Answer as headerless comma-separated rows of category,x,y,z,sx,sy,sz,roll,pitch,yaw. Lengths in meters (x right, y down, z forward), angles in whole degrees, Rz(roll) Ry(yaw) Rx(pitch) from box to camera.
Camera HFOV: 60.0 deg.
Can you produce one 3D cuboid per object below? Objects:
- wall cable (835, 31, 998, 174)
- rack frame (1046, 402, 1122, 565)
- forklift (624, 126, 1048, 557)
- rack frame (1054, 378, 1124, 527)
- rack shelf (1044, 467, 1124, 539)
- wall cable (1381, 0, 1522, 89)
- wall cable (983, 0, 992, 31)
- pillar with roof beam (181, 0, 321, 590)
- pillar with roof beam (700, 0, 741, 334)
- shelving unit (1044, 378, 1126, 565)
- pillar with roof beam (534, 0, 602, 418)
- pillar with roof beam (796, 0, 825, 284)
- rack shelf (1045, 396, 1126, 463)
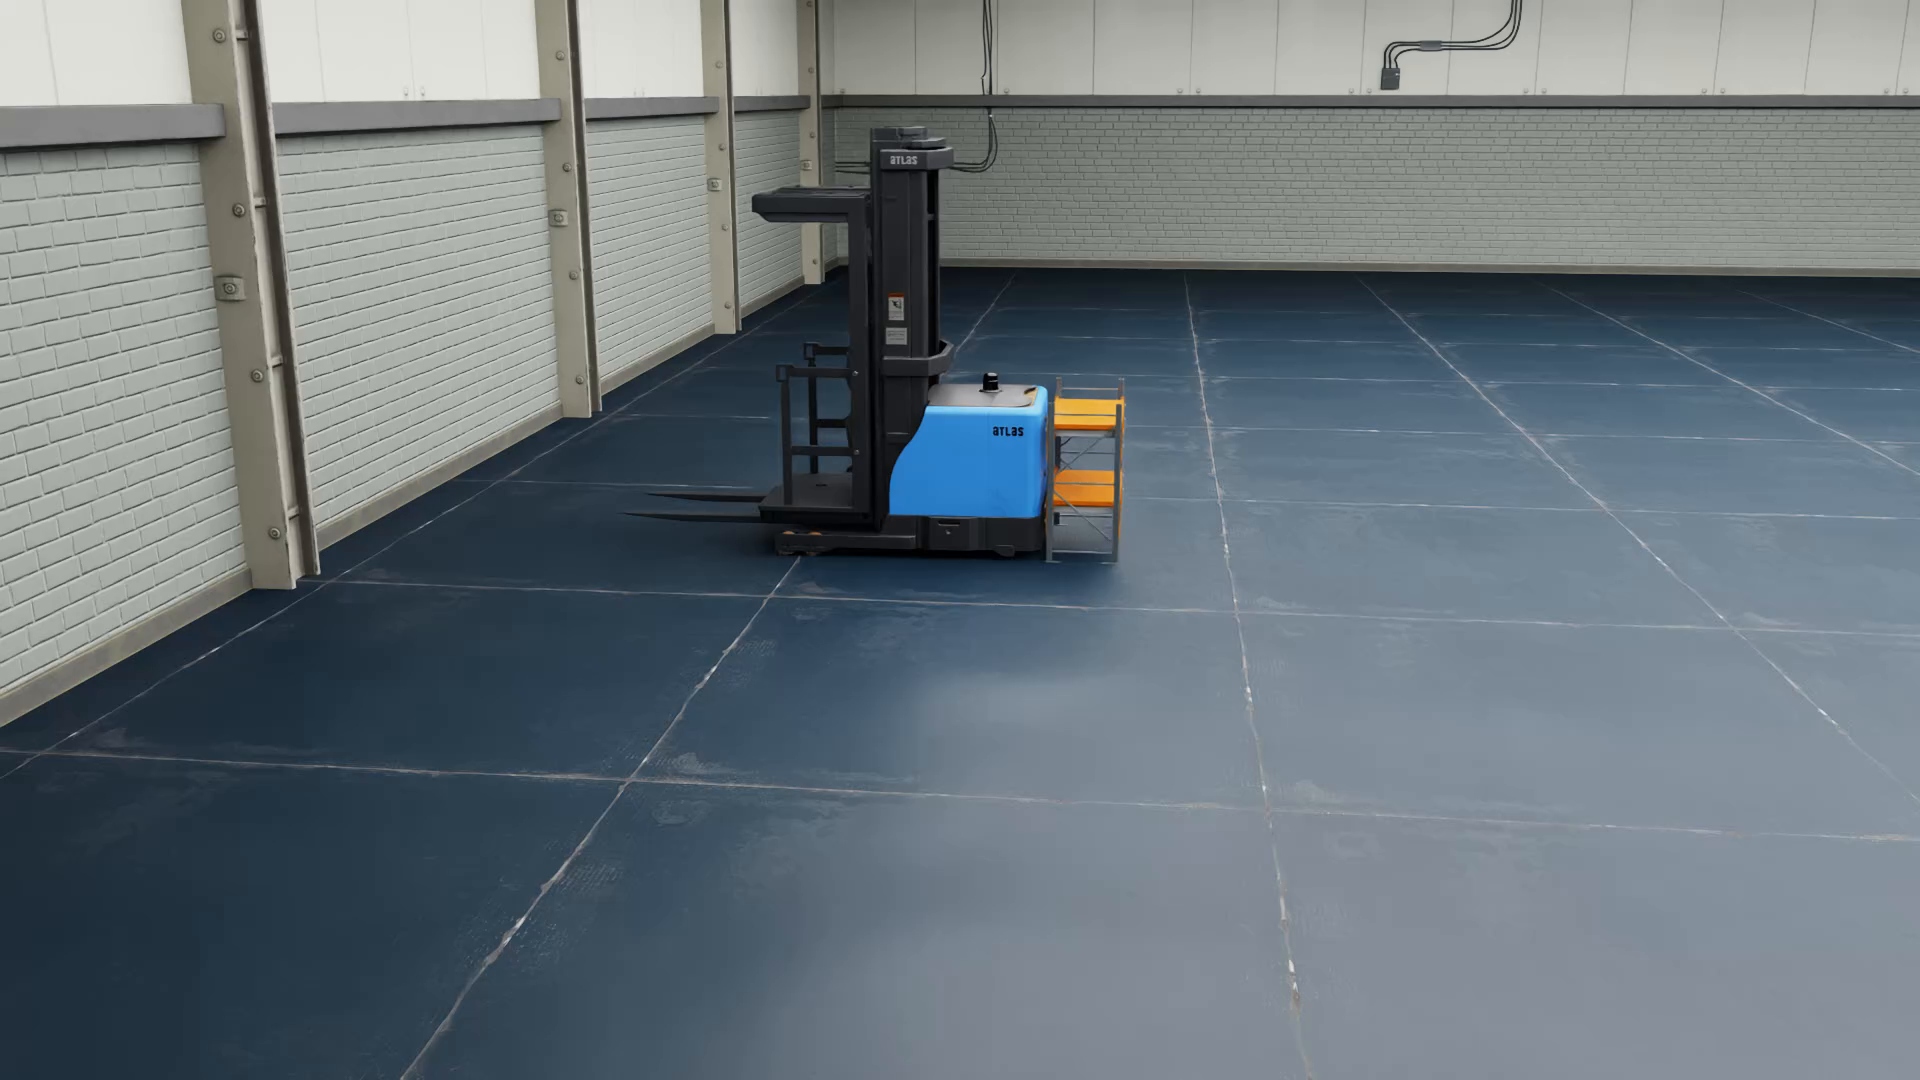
wall cable,-0.853,-7.968,30.339,3.097,2.526,0.112,2,15,6
rack frame,0.850,-0.383,11.424,0.500,1.125,0.032,2,15,6
forklift,-0.893,-1.439,11.868,3.031,2.935,1.130,2,15,6
rack frame,0.959,-0.647,12.400,0.500,1.125,0.032,2,15,6
rack shelf,0.904,-0.279,11.976,0.538,0.278,1.000,2,15,6
wall cable,8.578,-10.825,28.440,2.305,6.003,0.169,2,15,6
wall cable,1.835,-10.326,29.385,3.097,2.526,0.112,2,15,6
pillar with roof beam,-0.253,-3.947,9.518,9.100,9.000,0.400,2,15,6
pillar with roof beam,1.101,-7.059,21.028,9.100,9.000,0.400,2,15,6
shelving unit,0.904,-0.515,11.912,0.538,1.125,1.048,2,15,6
pillar with roof beam,0.424,-5.503,15.273,9.100,9.000,0.400,2,15,6
pillar with roof beam,1.778,-8.615,26.783,9.100,9.000,0.400,2,15,6
rack shelf,0.904,-0.798,11.835,0.538,0.278,1.000,2,15,6
